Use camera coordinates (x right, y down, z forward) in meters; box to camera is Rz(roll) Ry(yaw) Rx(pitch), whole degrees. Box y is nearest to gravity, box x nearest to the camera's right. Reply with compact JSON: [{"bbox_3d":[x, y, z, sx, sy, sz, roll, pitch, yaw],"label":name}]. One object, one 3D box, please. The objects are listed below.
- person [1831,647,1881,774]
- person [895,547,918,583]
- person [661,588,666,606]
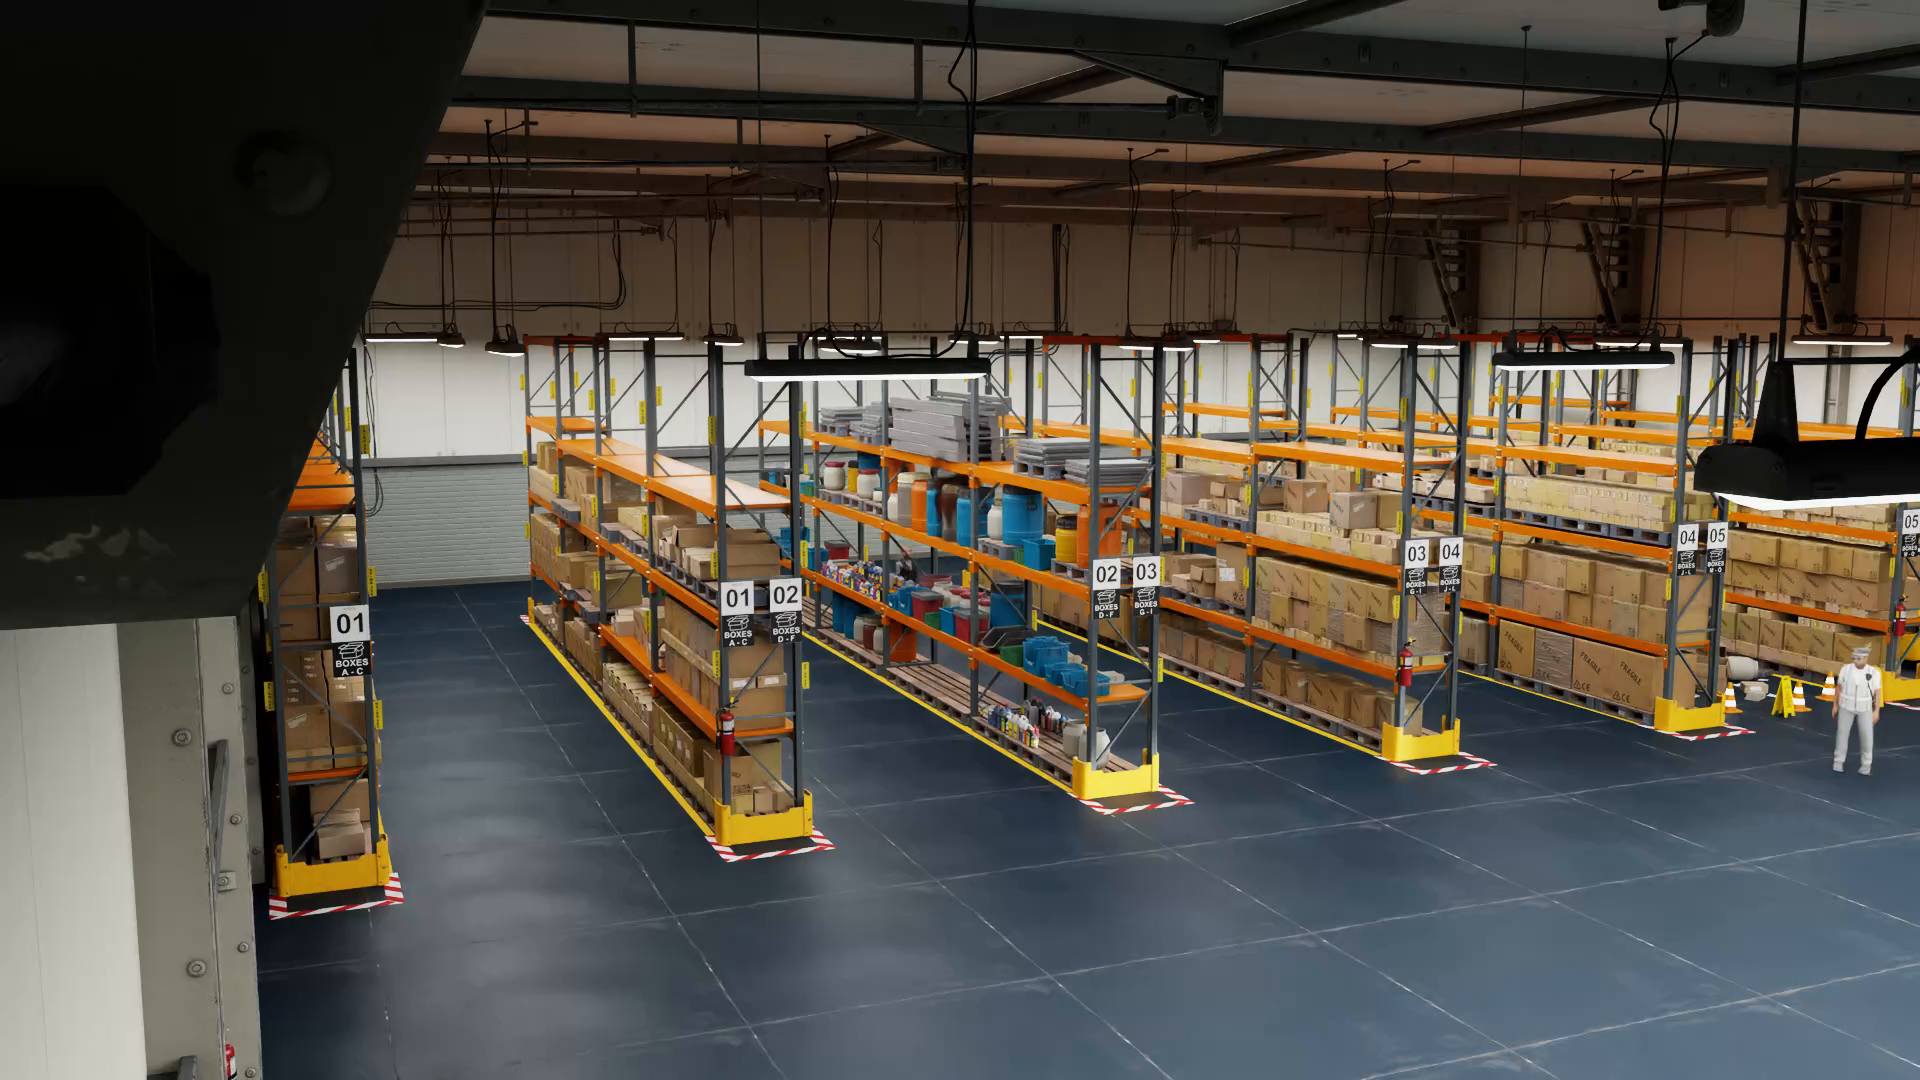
[{"bbox_3d":[12.536,2.366,23.274,0.596,1.755,0.464,4,9,27],"label":"person"},{"bbox_3d":[-1.052,0.985,33.941,0.614,1.686,0.942,-6,10,-40],"label":"person"},{"bbox_3d":[-6.273,0.758,35.297,0.587,1.795,0.566,2,8,17],"label":"person"}]
